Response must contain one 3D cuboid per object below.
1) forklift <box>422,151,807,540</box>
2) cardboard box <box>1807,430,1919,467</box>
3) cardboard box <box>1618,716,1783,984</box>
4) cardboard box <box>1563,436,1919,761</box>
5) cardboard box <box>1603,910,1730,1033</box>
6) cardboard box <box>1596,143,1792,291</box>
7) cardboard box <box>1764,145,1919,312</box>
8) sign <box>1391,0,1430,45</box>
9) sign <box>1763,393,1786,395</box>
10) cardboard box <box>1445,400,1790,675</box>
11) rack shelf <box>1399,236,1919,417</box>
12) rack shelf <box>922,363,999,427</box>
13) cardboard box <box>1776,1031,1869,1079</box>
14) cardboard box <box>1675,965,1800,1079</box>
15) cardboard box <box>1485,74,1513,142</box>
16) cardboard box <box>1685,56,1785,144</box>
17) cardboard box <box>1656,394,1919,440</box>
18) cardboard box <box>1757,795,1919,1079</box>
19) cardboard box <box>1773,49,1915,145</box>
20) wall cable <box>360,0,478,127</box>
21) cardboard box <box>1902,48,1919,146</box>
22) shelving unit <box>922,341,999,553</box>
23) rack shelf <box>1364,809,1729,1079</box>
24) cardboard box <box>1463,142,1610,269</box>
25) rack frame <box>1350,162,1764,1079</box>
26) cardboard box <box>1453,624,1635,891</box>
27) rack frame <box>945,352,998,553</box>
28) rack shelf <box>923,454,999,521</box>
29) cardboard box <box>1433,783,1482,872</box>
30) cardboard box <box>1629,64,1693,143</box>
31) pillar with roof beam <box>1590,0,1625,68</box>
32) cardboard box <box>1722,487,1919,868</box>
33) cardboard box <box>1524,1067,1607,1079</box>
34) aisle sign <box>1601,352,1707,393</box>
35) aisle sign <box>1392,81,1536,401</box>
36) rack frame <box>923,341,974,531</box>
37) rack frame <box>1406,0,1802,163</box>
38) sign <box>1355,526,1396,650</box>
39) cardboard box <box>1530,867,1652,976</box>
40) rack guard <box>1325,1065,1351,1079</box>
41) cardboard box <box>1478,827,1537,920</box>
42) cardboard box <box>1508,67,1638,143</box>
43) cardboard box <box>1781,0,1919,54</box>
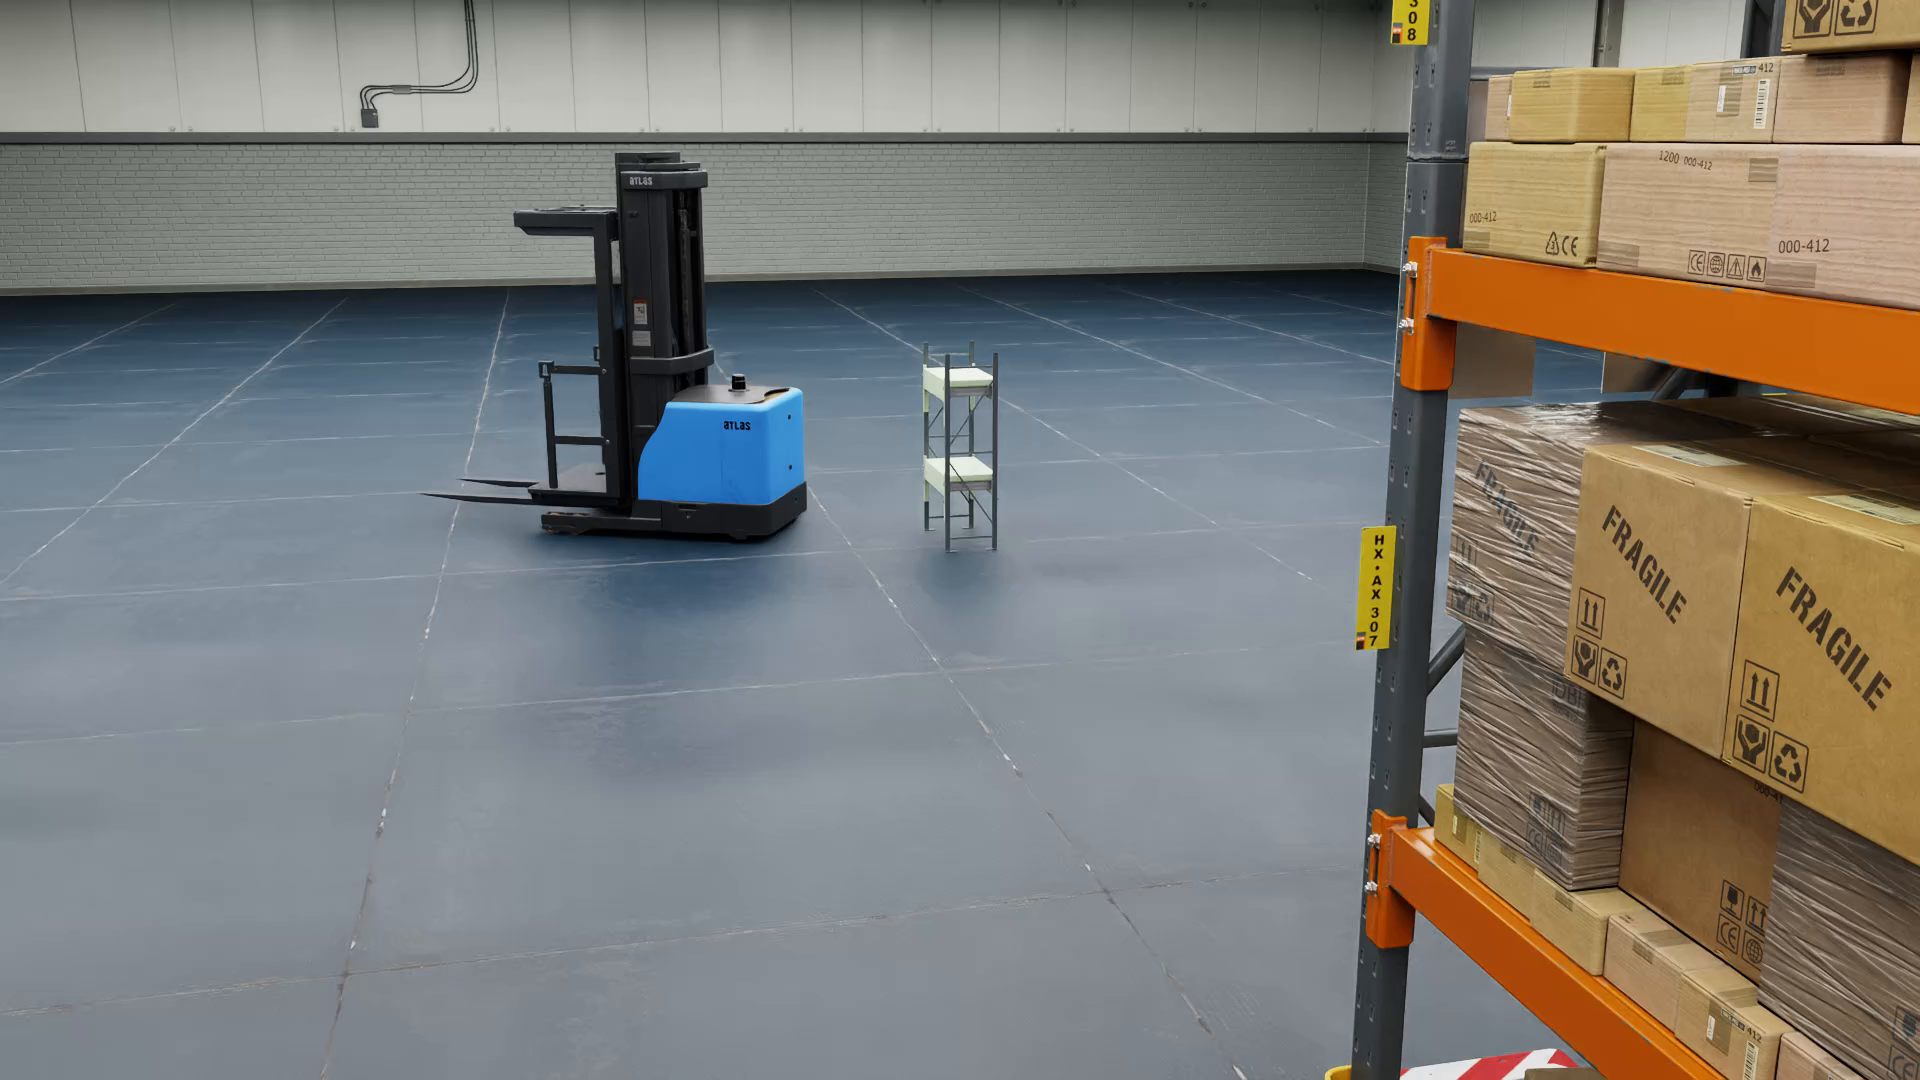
[{"bbox_3d":[-2.828,-1.582,13.226,3.031,2.935,1.130,3,14,12],"label":"forklift"},{"bbox_3d":[2.091,0.064,3.401,0.500,0.500,0.500,-3,14,-13],"label":"cardboard box"},{"bbox_3d":[1.935,0.559,3.483,0.875,0.500,0.500,-3,14,-13],"label":"cardboard box"},{"bbox_3d":[1.573,0.094,3.279,0.500,0.500,0.500,-3,14,-13],"label":"cardboard box"},{"bbox_3d":[1.597,0.889,3.495,0.380,0.149,0.250,-3,14,-13],"label":"cardboard box"},{"bbox_3d":[1.588,-0.625,3.162,0.500,0.250,0.500,-4,14,-14],"label":"cardboard box"},{"bbox_3d":[1.700,-0.511,2.694,0.500,0.250,0.500,-3,14,-13],"label":"cardboard box"},{"bbox_3d":[1.071,-1.337,3.917,0.100,0.325,0.005,-3,14,-13],"label":"sign"},{"bbox_3d":[2.143,-0.228,4.433,0.100,0.325,0.005,-3,14,-13],"label":"sign"},{"bbox_3d":[1.463,-0.022,3.753,0.500,0.500,0.500,-3,14,-13],"label":"cardboard box"},{"bbox_3d":[2.068,-0.132,2.341,1.077,0.370,4.000,-3,14,-13],"label":"rack shelf"},{"bbox_3d":[-0.002,-1.109,12.663,0.431,0.370,0.720,-3,14,-13],"label":"rack shelf"},{"bbox_3d":[1.734,1.004,3.028,0.380,0.149,0.250,-3,14,-13],"label":"cardboard box"},{"bbox_3d":[1.649,0.948,3.258,0.380,0.149,0.250,-3,14,-13],"label":"cardboard box"},{"bbox_3d":[1.438,-0.987,3.802,0.380,0.149,0.250,-3,14,-14],"label":"cardboard box"},{"bbox_3d":[1.579,-0.803,3.051,0.380,0.149,0.250,-3,14,-11],"label":"cardboard box"},{"bbox_3d":[1.968,-0.051,3.871,0.500,0.500,0.500,-3,14,-13],"label":"cardboard box"},{"bbox_3d":[2.010,0.676,3.001,0.875,0.500,0.500,-3,14,-13],"label":"cardboard box"},{"bbox_3d":[1.632,-0.747,2.821,0.380,0.149,0.250,-3,14,-13],"label":"cardboard box"},{"bbox_3d":[-10.791,-11.211,32.687,2.305,6.003,0.169,-3,14,-13],"label":"wall cable"},{"bbox_3d":[1.711,-0.685,2.566,0.380,0.149,0.250,-4,14,-16],"label":"cardboard box"},{"bbox_3d":[-0.002,-0.730,12.755,0.431,1.500,0.755,-3,14,-13],"label":"shelving unit"},{"bbox_3d":[2.068,1.326,2.697,1.077,0.370,4.000,-3,14,-13],"label":"rack shelf"},{"bbox_3d":[1.460,-0.744,3.648,0.500,0.250,0.500,-3,14,-12],"label":"cardboard box"},{"bbox_3d":[1.599,0.515,4.500,1.000,3.000,0.127,-3,14,-13],"label":"rack frame"},{"bbox_3d":[1.701,0.450,3.927,0.875,0.500,0.500,-3,14,-13],"label":"cardboard box"},{"bbox_3d":[0.084,-0.646,12.410,0.400,1.500,0.023,-3,14,-13],"label":"rack frame"},{"bbox_3d":[-0.002,-0.413,12.833,0.431,0.370,0.720,-3,14,-13],"label":"rack shelf"},{"bbox_3d":[1.434,0.716,4.207,0.380,0.149,0.250,-3,14,-13],"label":"cardboard box"},{"bbox_3d":[1.584,-0.870,3.325,0.380,0.149,0.250,-4,14,-14],"label":"cardboard box"},{"bbox_3d":[7.227,-8.411,28.395,9.100,9.000,0.400,-3,14,-13],"label":"pillar with roof beam"},{"bbox_3d":[1.692,0.209,2.807,0.500,0.500,0.500,-3,14,-13],"label":"cardboard box"},{"bbox_3d":[1.729,1.670,4.154,0.500,0.500,0.500,-1,14,-3],"label":"cardboard box"},{"bbox_3d":[1.876,-0.779,4.319,0.394,0.787,0.004,-3,14,-13],"label":"aisle sign"},{"bbox_3d":[1.292,-0.746,4.182,0.394,0.787,0.004,-3,14,-13],"label":"aisle sign"},{"bbox_3d":[-0.088,-0.815,13.101,0.400,1.500,0.023,-3,14,-13],"label":"rack frame"},{"bbox_3d":[1.599,-2.400,3.788,1.000,3.000,0.127,-3,14,-13],"label":"rack frame"},{"bbox_3d":[1.071,0.124,4.274,0.100,0.325,0.005,-3,14,-13],"label":"sign"},{"bbox_3d":[1.518,0.833,3.727,0.380,0.149,0.250,-3,14,-13],"label":"cardboard box"},{"bbox_3d":[1.616,1.746,4.725,1.175,0.500,0.348,-3,14,-13],"label":"rack guard"},{"bbox_3d":[1.474,0.774,3.966,0.380,0.149,0.250,-3,14,-13],"label":"cardboard box"},{"bbox_3d":[1.405,-0.922,3.535,0.380,0.149,0.250,-3,14,-12],"label":"cardboard box"},{"bbox_3d":[1.685,-1.021,2.574,0.500,0.500,0.500,-3,14,-13],"label":"cardboard box"}]
